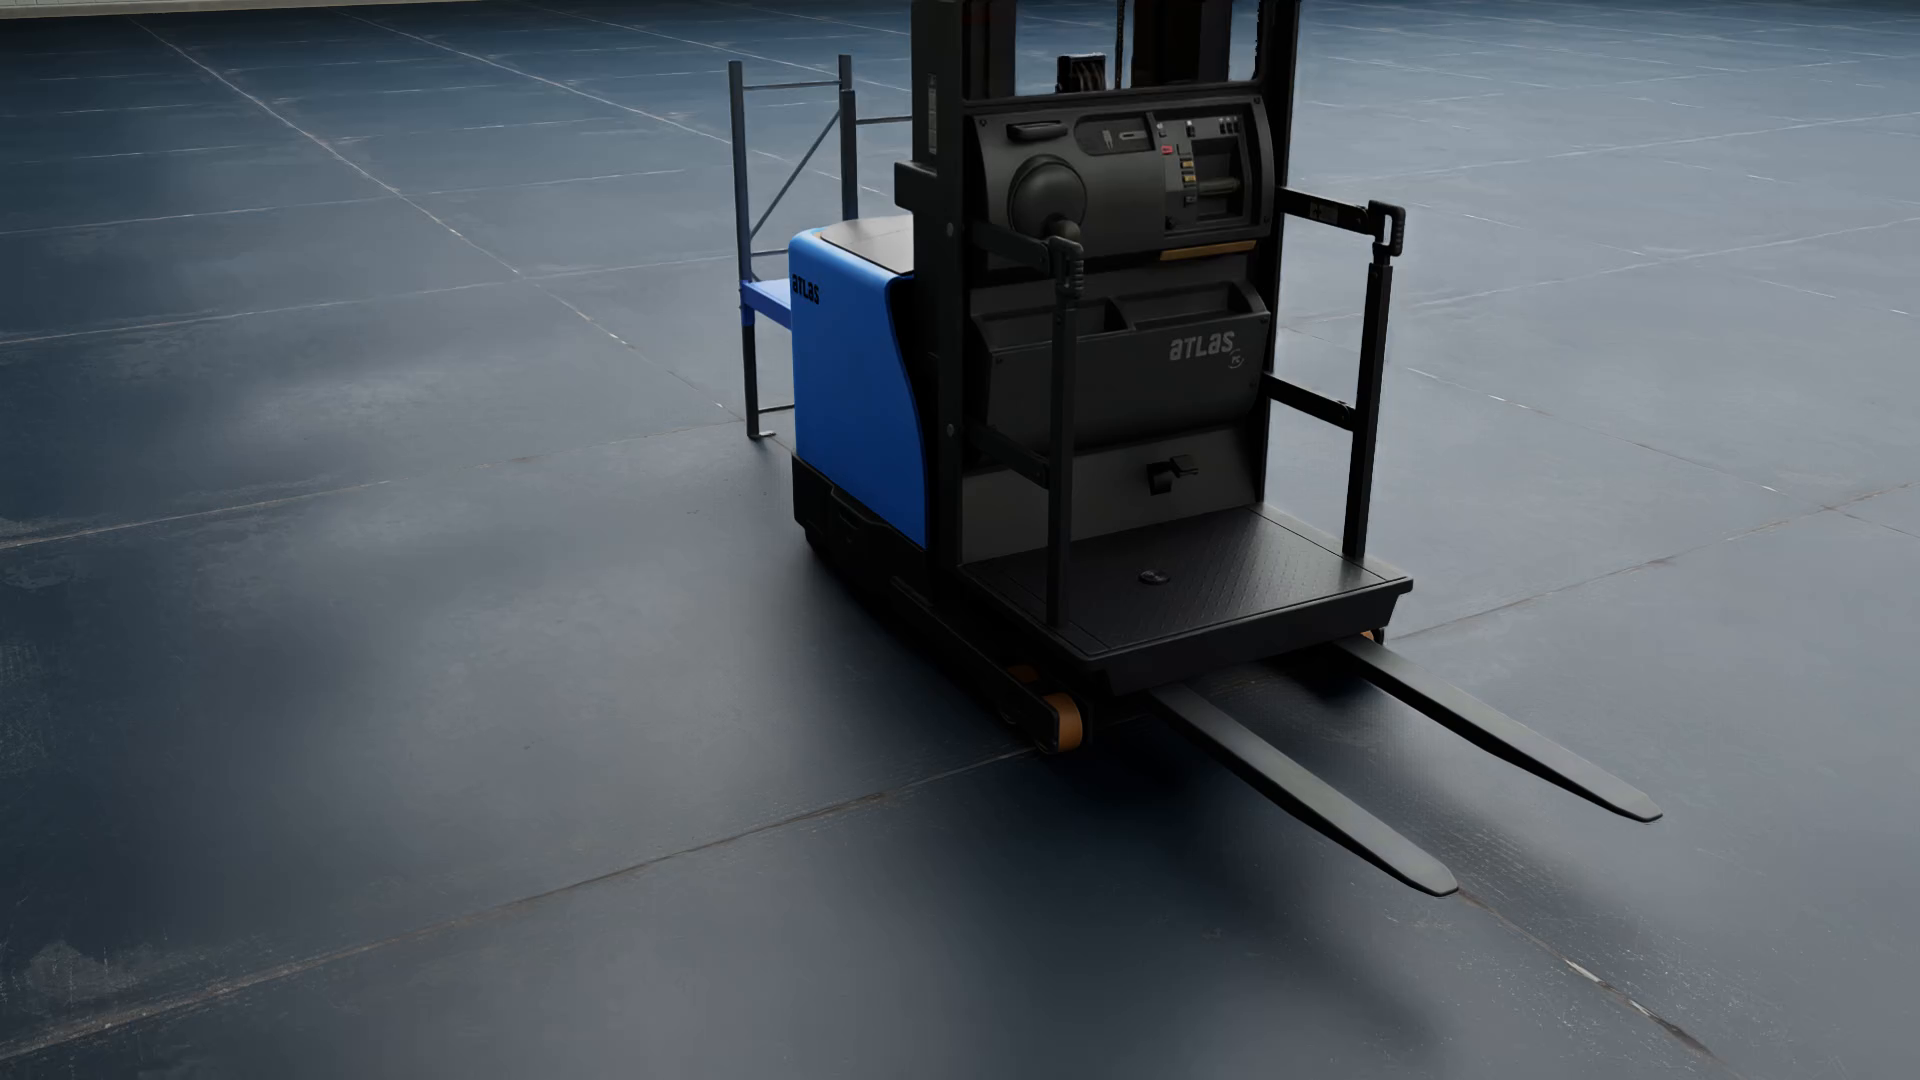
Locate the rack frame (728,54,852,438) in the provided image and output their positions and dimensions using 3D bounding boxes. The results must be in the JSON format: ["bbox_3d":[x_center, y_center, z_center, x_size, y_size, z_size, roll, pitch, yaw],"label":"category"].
[{"bbox_3d":[-0.651,-1.162,6.679,0.500,1.500,0.032,-11,25,-26],"label":"rack frame"}]

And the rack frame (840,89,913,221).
[{"bbox_3d":[-0.169,-0.825,5.849,0.500,1.500,0.032,-11,25,-26],"label":"rack frame"}]

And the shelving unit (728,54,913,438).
[{"bbox_3d":[-0.410,-0.993,6.264,0.538,1.500,1.048,-11,25,-26],"label":"shelving unit"}]

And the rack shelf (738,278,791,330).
[{"bbox_3d":[-0.410,-0.827,6.332,0.538,0.185,1.000,-11,25,-26],"label":"rack shelf"}]

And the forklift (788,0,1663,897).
[{"bbox_3d":[0.561,-0.981,4.333,1.130,2.935,3.031,-11,25,-26],"label":"forklift"}]
